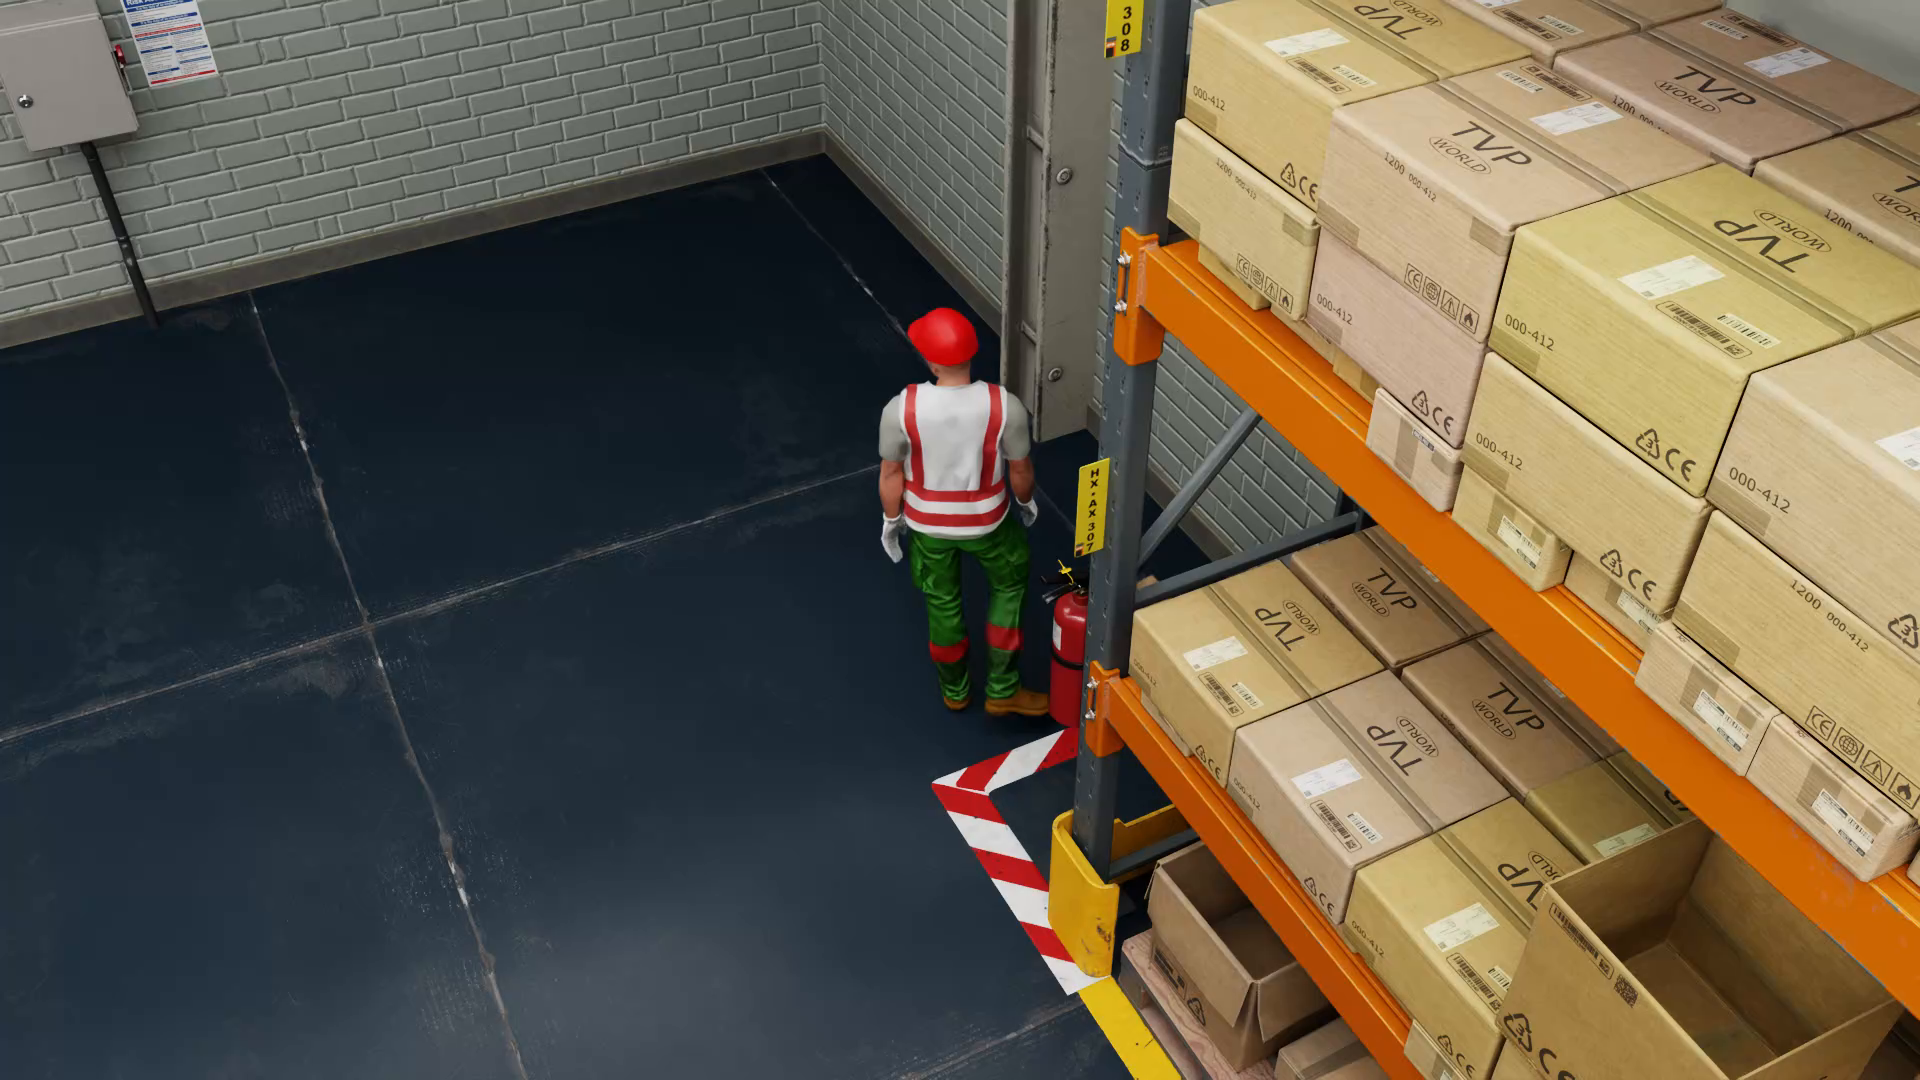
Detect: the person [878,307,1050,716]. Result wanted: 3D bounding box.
[{"bbox_3d":[0.049,-0.063,6.186,0.693,1.782,0.469,2,41,3],"label":"person"}]
